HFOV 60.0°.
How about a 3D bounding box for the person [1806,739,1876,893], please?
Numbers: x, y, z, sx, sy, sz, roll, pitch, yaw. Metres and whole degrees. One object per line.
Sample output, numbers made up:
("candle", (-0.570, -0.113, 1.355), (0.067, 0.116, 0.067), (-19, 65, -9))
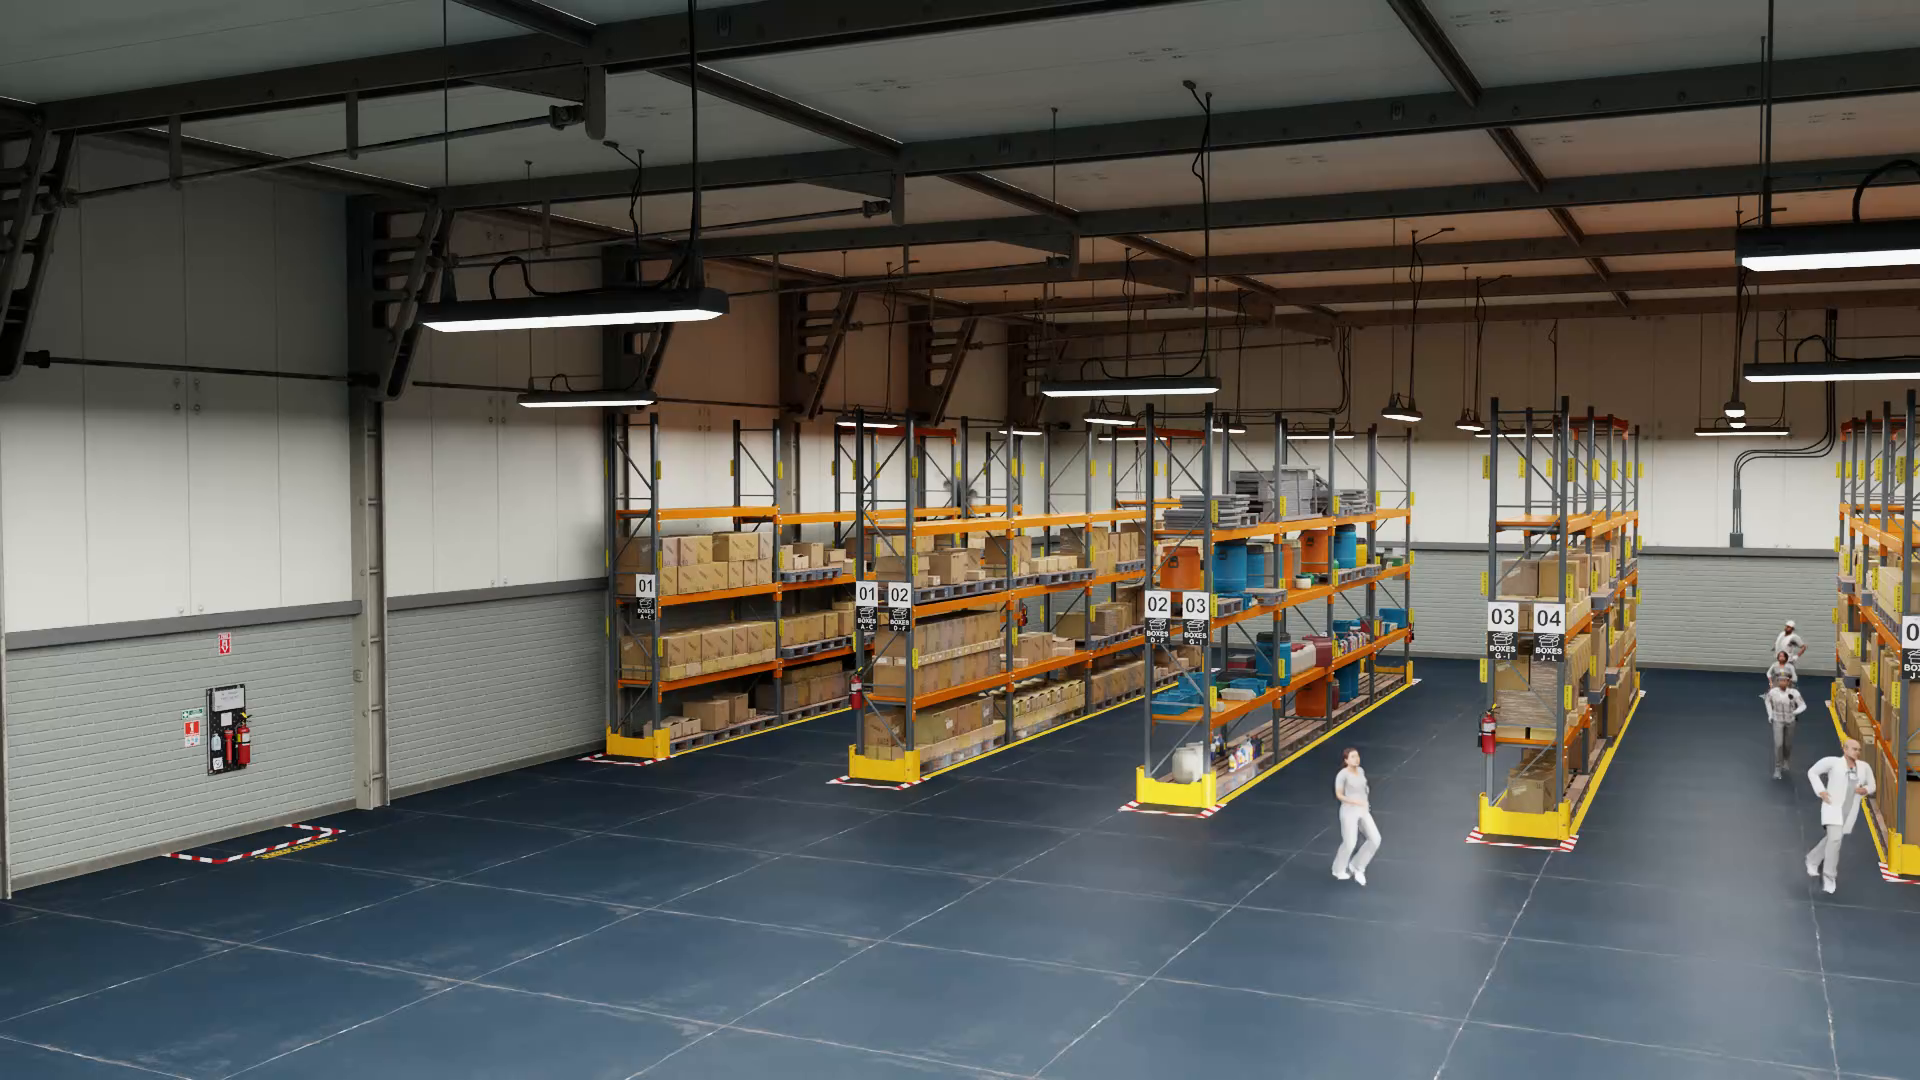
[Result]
("person", (10.662, 3.294, 20.129), (0.767, 1.799, 0.885), (0, 2, -3))

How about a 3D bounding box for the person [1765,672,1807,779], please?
("person", (13.507, 3.005, 27.216), (0.611, 1.732, 0.813), (1, 3, 26))

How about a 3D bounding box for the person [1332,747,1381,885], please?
("person", (4.774, 3.331, 20.125), (0.571, 1.653, 0.652), (-1, 3, -27))

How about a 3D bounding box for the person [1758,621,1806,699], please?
("person", (17.890, 2.609, 36.166), (0.874, 1.729, 0.754), (0, 2, -2))

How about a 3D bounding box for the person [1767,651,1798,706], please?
("person", (15.385, 2.878, 31.135), (0.530, 1.625, 0.733), (1, 3, 29))
